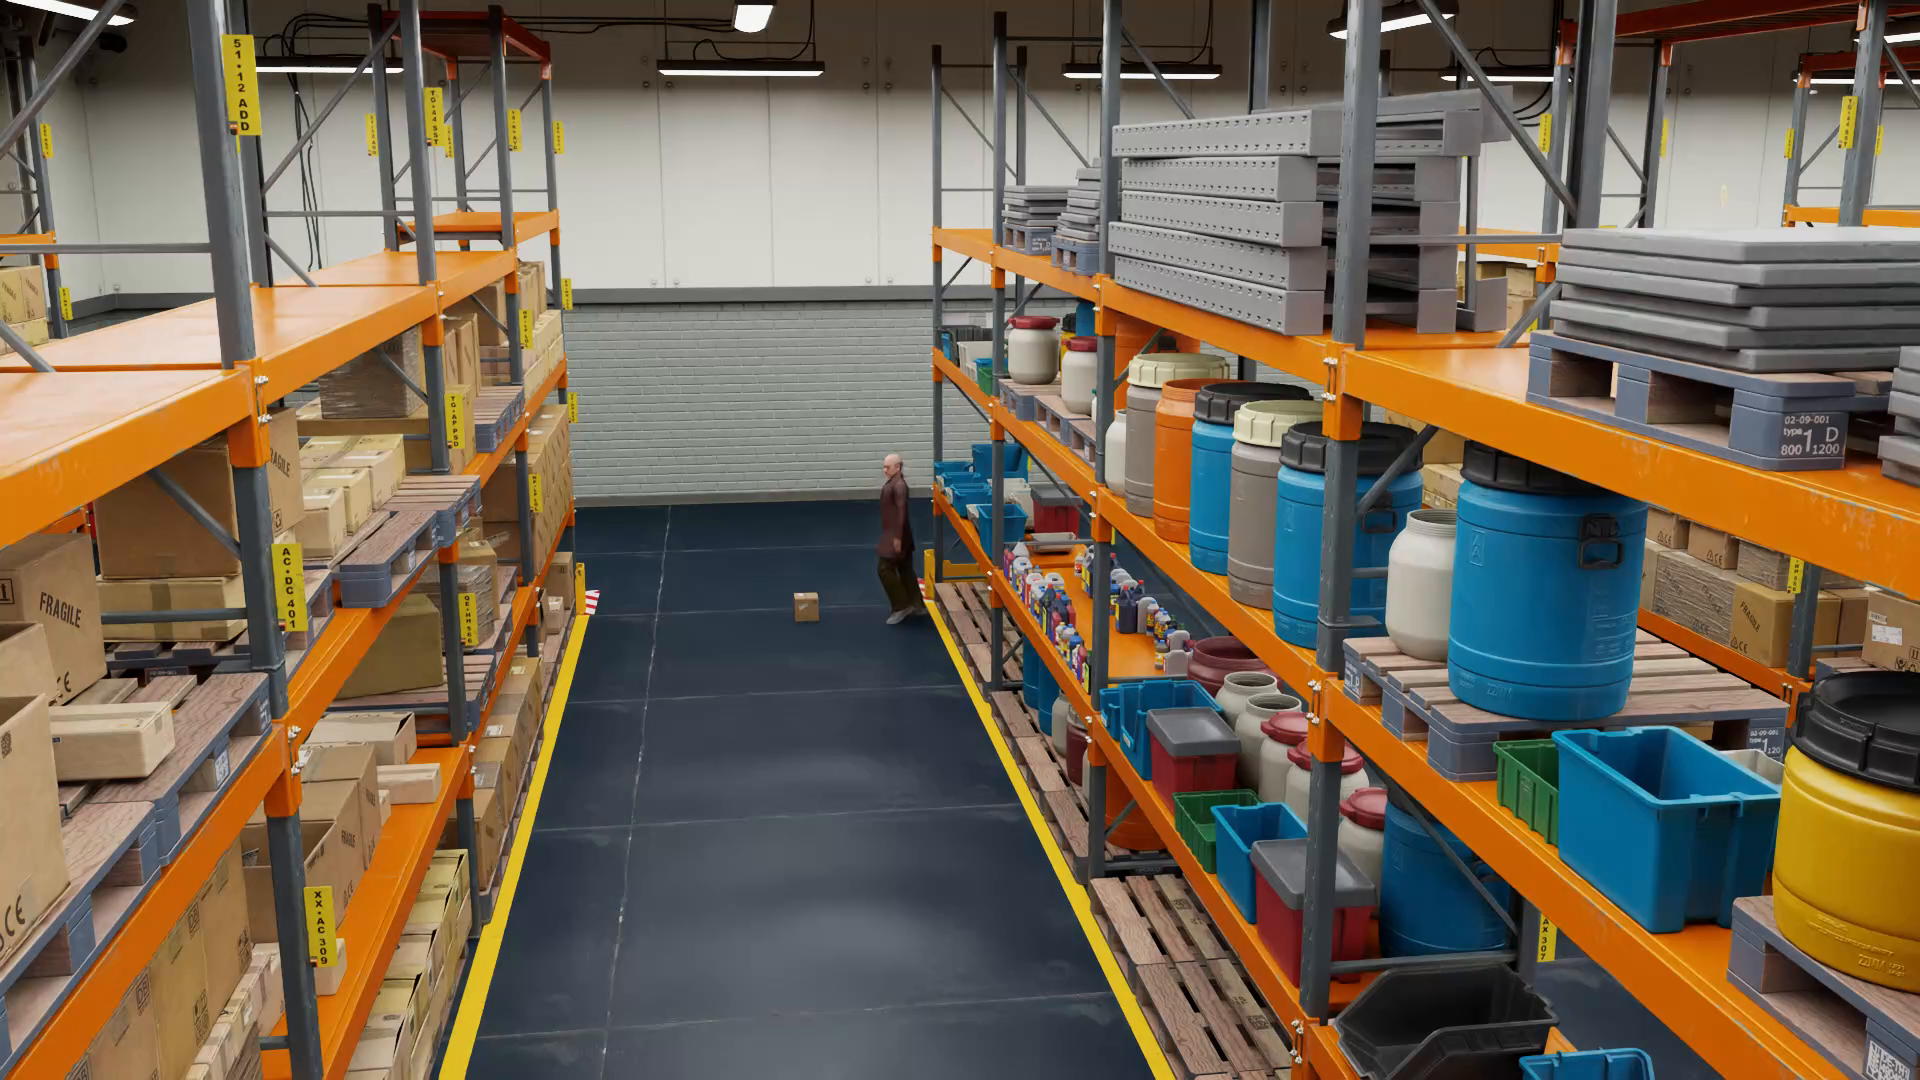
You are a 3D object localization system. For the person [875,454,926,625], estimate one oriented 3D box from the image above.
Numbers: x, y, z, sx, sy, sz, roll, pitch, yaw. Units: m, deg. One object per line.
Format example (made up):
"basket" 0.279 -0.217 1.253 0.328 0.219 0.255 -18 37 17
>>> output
"person" -0.634 -0.029 17.744 0.546 1.797 0.628 0 13 -1
